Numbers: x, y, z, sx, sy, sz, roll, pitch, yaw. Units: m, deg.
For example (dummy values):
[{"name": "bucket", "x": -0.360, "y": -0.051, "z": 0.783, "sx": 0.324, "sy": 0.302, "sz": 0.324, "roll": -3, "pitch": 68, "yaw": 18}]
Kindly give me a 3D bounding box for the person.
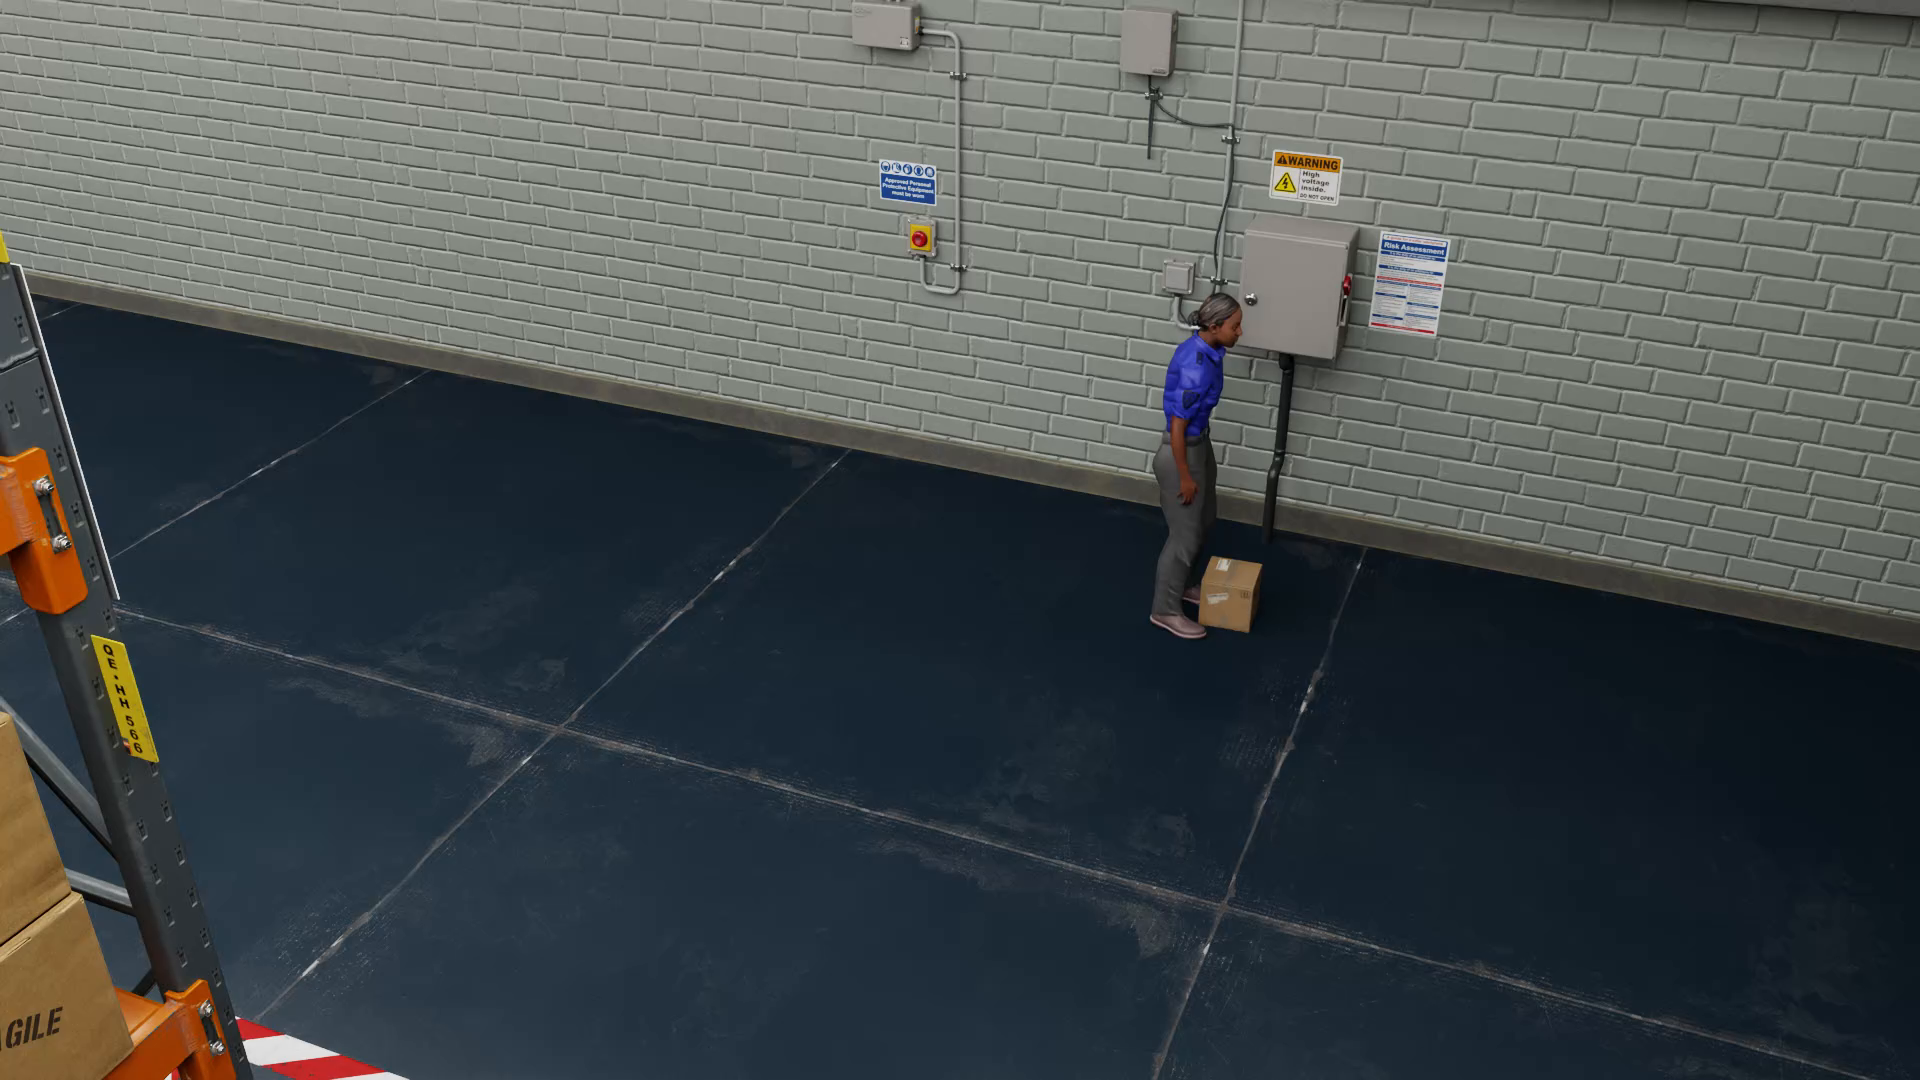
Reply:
[{"name": "person", "x": 1.089, "y": -0.372, "z": 7.784, "sx": 0.348, "sy": 1.653, "sz": 0.523, "roll": 10, "pitch": 31, "yaw": 16}]
